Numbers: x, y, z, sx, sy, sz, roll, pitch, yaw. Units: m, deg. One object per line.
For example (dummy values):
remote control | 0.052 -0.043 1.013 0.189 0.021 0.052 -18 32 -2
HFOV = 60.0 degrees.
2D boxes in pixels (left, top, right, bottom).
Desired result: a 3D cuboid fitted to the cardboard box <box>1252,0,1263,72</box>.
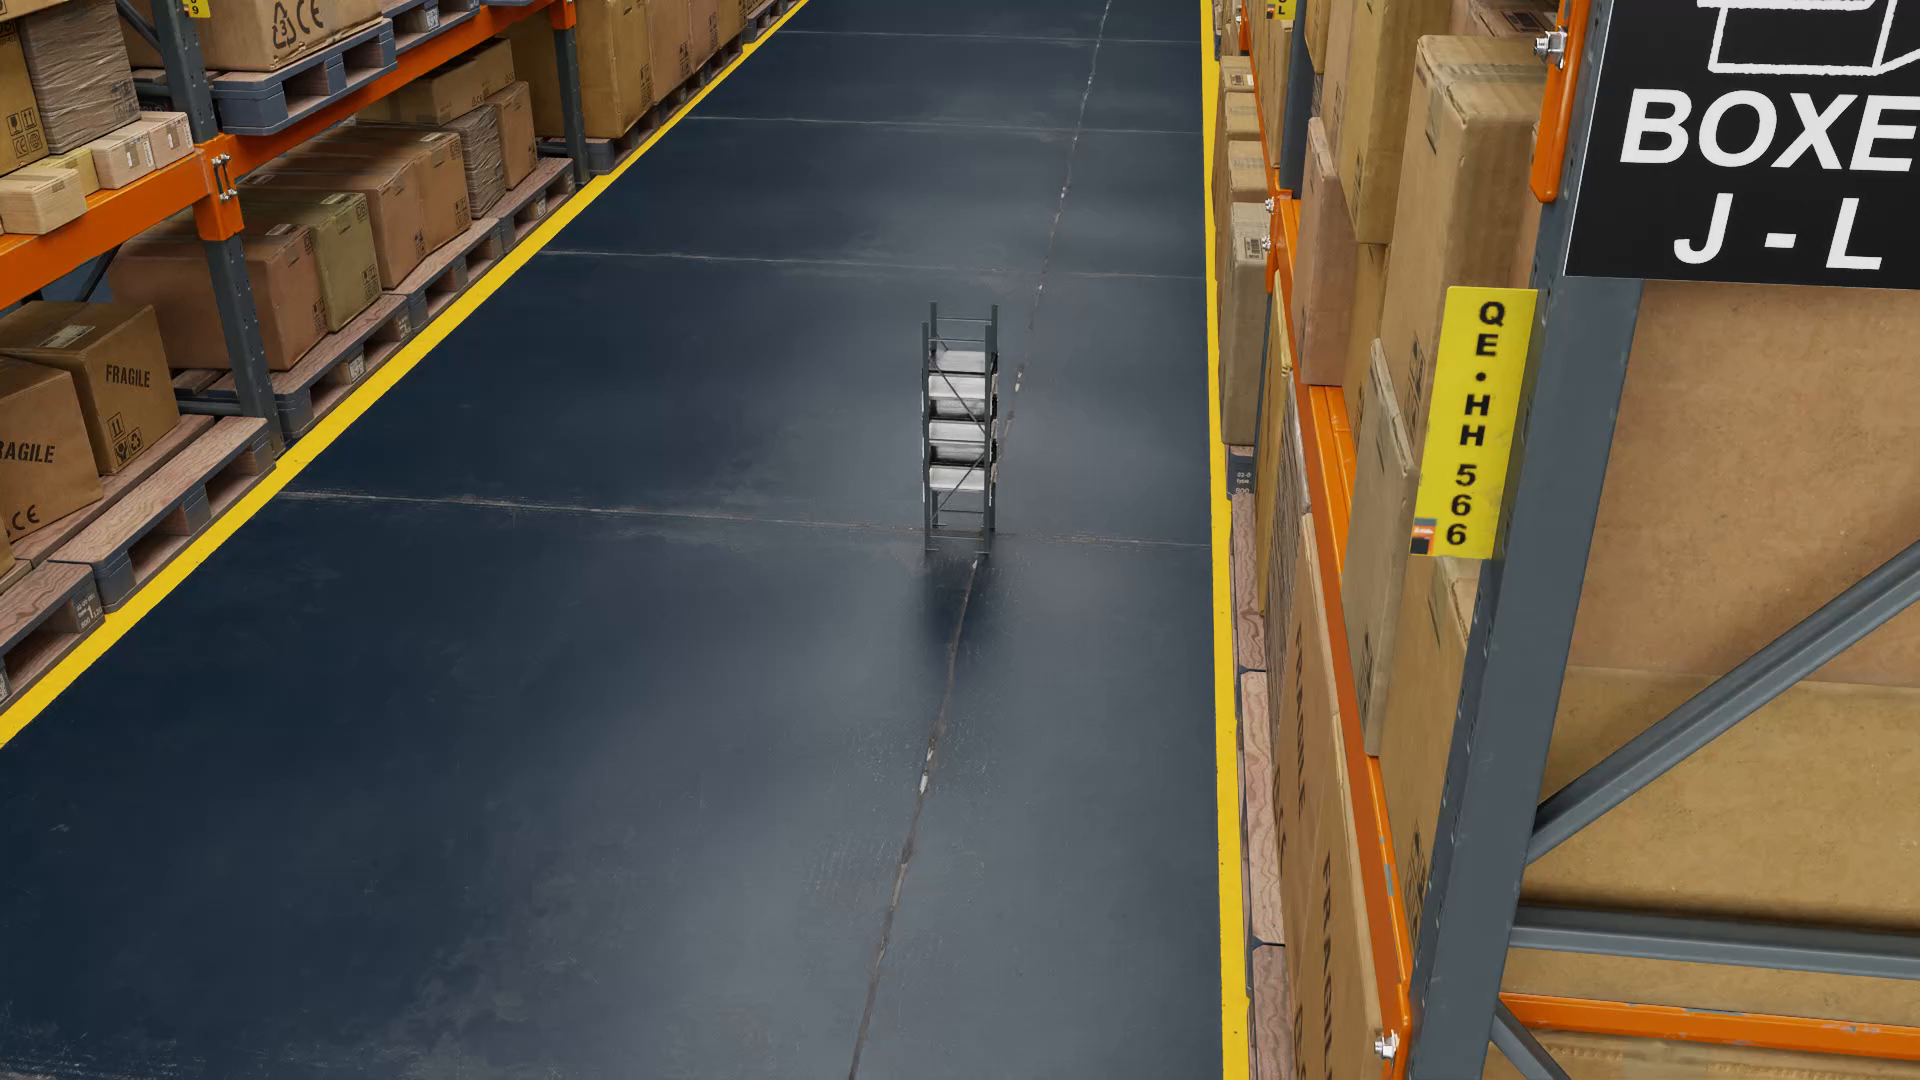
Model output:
cardboard box | 1.580 -2.375 7.391 0.500 0.500 0.500 3 28 6

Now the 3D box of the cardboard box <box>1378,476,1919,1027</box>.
cardboard box | 1.108 0.284 2.401 0.875 0.550 0.550 3 28 6

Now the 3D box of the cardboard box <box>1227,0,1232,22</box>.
cardboard box | 2.096 -3.712 11.380 0.500 0.250 0.500 4 29 8

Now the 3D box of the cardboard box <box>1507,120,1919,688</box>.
cardboard box | 1.192 -0.186 2.136 0.875 0.550 0.550 3 28 6

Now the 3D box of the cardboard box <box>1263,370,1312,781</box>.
cardboard box | 1.345 0.112 4.677 0.875 0.875 0.875 4 29 7

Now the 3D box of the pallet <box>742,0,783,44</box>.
pallet | -2.161 -4.582 14.533 1.003 0.211 1.213 3 28 6

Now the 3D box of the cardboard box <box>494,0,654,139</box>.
cardboard box | -2.717 -3.147 10.726 1.225 0.875 0.875 2 28 4

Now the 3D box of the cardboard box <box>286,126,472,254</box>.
cardboard box | -3.002 -1.821 8.640 0.700 0.500 0.500 6 29 10

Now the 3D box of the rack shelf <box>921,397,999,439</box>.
rack shelf | 0.001 -0.450 6.017 0.258 0.077 0.200 3 28 6

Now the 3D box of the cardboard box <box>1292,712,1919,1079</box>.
cardboard box | 1.125 0.955 3.112 0.875 0.875 0.875 4 29 6

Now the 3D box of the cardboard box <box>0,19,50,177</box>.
cardboard box | -3.525 -1.424 5.312 0.875 0.500 0.500 3 28 6

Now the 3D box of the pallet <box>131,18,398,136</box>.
pallet | -3.074 -1.958 6.924 1.003 0.211 1.213 3 28 6

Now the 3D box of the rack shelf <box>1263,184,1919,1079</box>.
rack shelf | 1.353 -0.097 4.026 1.077 0.370 4.000 3 28 6

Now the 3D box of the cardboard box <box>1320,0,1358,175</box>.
cardboard box | 1.364 -1.213 4.042 0.875 0.550 0.550 3 28 6

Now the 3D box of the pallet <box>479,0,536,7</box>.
pallet | -2.804 -3.148 9.132 1.213 0.211 1.003 3 28 6

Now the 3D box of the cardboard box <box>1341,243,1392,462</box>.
cardboard box | 1.371 -0.484 3.828 0.875 0.550 0.500 3 28 6

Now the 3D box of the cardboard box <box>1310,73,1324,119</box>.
cardboard box | 1.564 -1.247 5.244 0.875 0.550 0.550 3 28 6

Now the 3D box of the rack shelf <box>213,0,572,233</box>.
rack shelf | -3.067 -2.316 8.144 1.077 0.370 4.000 3 28 6

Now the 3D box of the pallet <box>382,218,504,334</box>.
pallet | -3.072 -1.406 8.637 1.003 0.211 1.213 3 28 6

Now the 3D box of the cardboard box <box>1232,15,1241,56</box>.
cardboard box | 1.911 -2.990 10.039 0.500 0.250 0.500 3 28 5

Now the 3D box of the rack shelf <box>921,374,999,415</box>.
rack shelf | 0.001 -0.529 5.974 0.258 0.077 0.200 3 28 6

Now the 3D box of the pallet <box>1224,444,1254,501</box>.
pallet | 1.618 -0.495 6.946 1.003 0.211 1.213 3 28 6

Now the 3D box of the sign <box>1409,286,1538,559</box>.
sign | 0.571 -0.124 1.848 0.100 0.325 0.005 3 28 6

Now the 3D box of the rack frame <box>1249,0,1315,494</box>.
rack frame | 1.598 -1.355 5.603 1.000 3.000 0.127 3 28 6

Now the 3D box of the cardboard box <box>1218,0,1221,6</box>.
cardboard box | 2.322 -4.476 13.646 0.380 0.149 0.250 2 28 4

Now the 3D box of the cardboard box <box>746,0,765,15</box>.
cardboard box | -2.172 -5.012 14.188 0.875 0.875 0.875 3 28 6

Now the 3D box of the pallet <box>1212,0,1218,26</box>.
pallet | 2.772 -4.787 14.914 1.003 0.211 1.213 3 28 6

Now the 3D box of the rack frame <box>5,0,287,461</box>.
rack frame | -3.312 -1.691 6.226 1.000 3.000 0.127 3 28 6

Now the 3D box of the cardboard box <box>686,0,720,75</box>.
cardboard box | -2.499 -3.983 12.278 1.225 0.875 0.875 2 28 4

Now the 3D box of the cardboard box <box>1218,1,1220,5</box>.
cardboard box | 2.371 -4.501 14.005 0.380 0.149 0.250 2 28 5

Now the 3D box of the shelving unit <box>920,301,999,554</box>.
shelving unit | 0.001 -0.400 6.044 0.258 0.900 0.210 3 28 6

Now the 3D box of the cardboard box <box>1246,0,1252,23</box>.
cardboard box | 1.705 -2.847 8.266 0.500 0.500 0.500 3 28 6

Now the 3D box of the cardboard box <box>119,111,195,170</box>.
cardboard box | -3.047 -1.462 6.066 0.380 0.149 0.250 3 28 6

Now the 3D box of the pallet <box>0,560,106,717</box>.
pallet | -3.507 0.431 5.228 1.003 0.211 1.213 3 28 6

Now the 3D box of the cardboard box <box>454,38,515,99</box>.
cardboard box | -2.875 -2.680 9.443 0.500 0.250 0.500 4 29 8

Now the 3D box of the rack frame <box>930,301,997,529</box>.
rack frame | 0.013 -0.448 6.132 0.240 0.900 0.006 3 28 6

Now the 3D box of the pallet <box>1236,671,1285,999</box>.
pallet | 1.280 0.802 4.539 1.003 0.211 1.213 3 28 6

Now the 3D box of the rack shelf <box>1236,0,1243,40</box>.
rack shelf | 2.333 -3.863 11.016 1.077 0.370 4.000 3 28 6

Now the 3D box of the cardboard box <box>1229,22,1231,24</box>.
cardboard box | 2.110 -3.376 11.547 0.500 0.500 0.500 4 29 7

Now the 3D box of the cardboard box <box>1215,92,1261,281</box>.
cardboard box | 1.820 -1.739 8.245 1.050 0.750 0.750 4 29 7

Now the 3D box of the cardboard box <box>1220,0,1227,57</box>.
cardboard box | 2.224 -3.873 12.469 0.500 0.500 0.500 4 29 8

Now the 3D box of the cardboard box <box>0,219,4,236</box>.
cardboard box | -3.259 -0.997 5.202 0.380 0.149 0.250 3 28 6

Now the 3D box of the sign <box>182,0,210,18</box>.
sign | -2.773 -2.044 5.969 0.100 0.325 0.005 3 28 6

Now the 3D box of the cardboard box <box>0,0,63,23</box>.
cardboard box | -3.154 -1.843 5.035 0.500 0.500 0.500 3 28 6

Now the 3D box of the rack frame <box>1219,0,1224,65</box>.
rack frame | 2.578 -5.121 12.593 1.000 3.000 0.127 3 28 6

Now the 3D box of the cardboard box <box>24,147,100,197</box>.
cardboard box | -3.177 -1.231 5.637 0.380 0.149 0.250 3 28 6

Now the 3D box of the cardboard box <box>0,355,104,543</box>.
cardboard box | -3.464 -0.319 5.873 0.500 0.500 0.500 13 31 22

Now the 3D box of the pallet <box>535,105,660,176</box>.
pallet | -2.651 -2.713 11.063 1.003 0.211 1.213 3 28 6

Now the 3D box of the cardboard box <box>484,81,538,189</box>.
cardboard box | -2.885 -2.351 9.622 0.700 0.500 0.500 2 28 4

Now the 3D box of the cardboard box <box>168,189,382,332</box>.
cardboard box | -3.139 -1.295 7.664 0.700 0.500 0.500 3 28 6

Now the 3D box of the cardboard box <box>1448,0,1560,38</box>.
cardboard box | 1.371 -0.706 3.101 0.875 0.550 0.550 3 28 6

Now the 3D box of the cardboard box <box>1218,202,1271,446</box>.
cardboard box | 1.585 -0.847 6.589 1.050 0.750 0.750 3 28 6

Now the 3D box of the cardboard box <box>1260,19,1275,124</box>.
cardboard box | 1.458 -1.898 6.505 0.500 0.500 0.500 3 28 6

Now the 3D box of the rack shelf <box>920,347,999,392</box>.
rack shelf | 0.001 -0.608 5.931 0.258 0.077 0.200 3 28 6

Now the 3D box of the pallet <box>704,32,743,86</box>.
pallet | -2.352 -3.861 13.195 1.003 0.211 1.213 3 28 6
